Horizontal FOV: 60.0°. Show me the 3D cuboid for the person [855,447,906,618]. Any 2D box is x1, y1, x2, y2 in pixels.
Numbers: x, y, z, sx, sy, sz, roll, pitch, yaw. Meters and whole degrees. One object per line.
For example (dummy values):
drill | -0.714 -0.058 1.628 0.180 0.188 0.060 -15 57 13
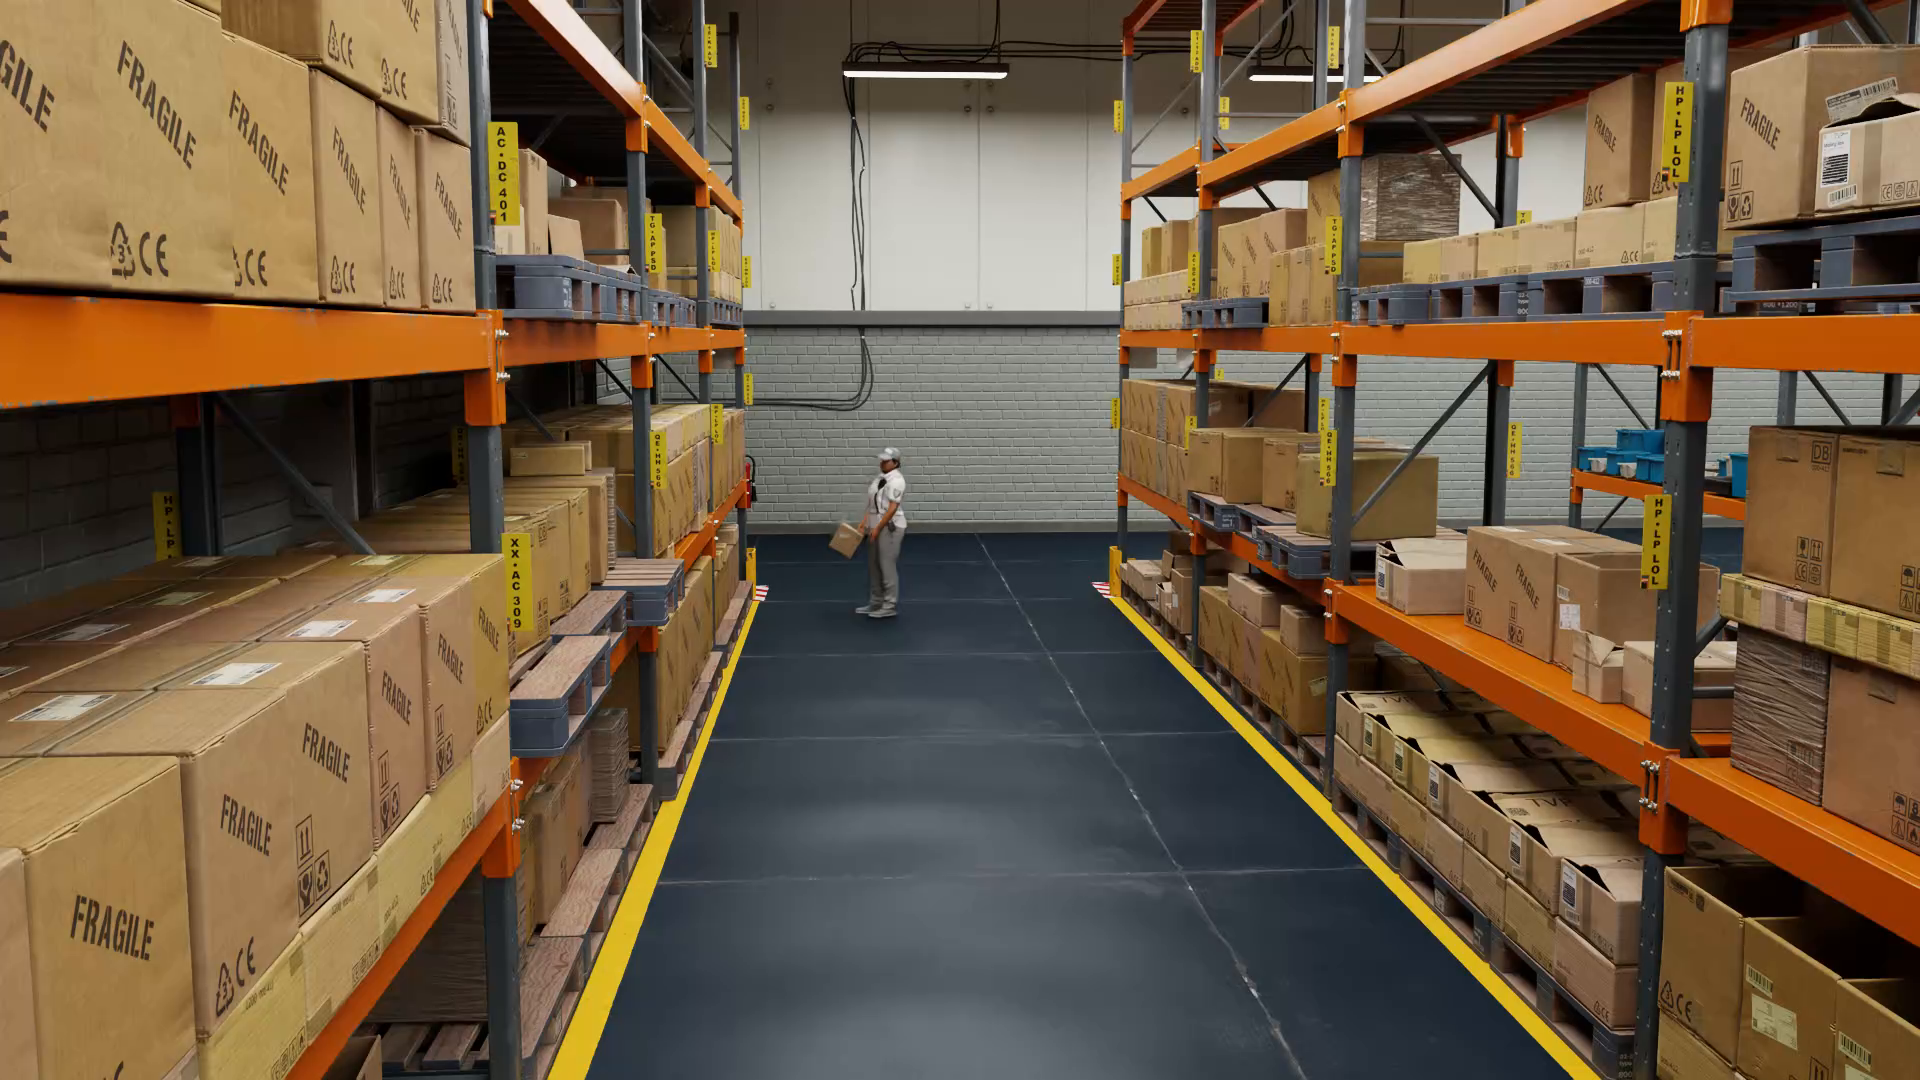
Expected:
person | -0.777 -0.080 16.334 0.439 1.674 0.555 -3 8 -25
